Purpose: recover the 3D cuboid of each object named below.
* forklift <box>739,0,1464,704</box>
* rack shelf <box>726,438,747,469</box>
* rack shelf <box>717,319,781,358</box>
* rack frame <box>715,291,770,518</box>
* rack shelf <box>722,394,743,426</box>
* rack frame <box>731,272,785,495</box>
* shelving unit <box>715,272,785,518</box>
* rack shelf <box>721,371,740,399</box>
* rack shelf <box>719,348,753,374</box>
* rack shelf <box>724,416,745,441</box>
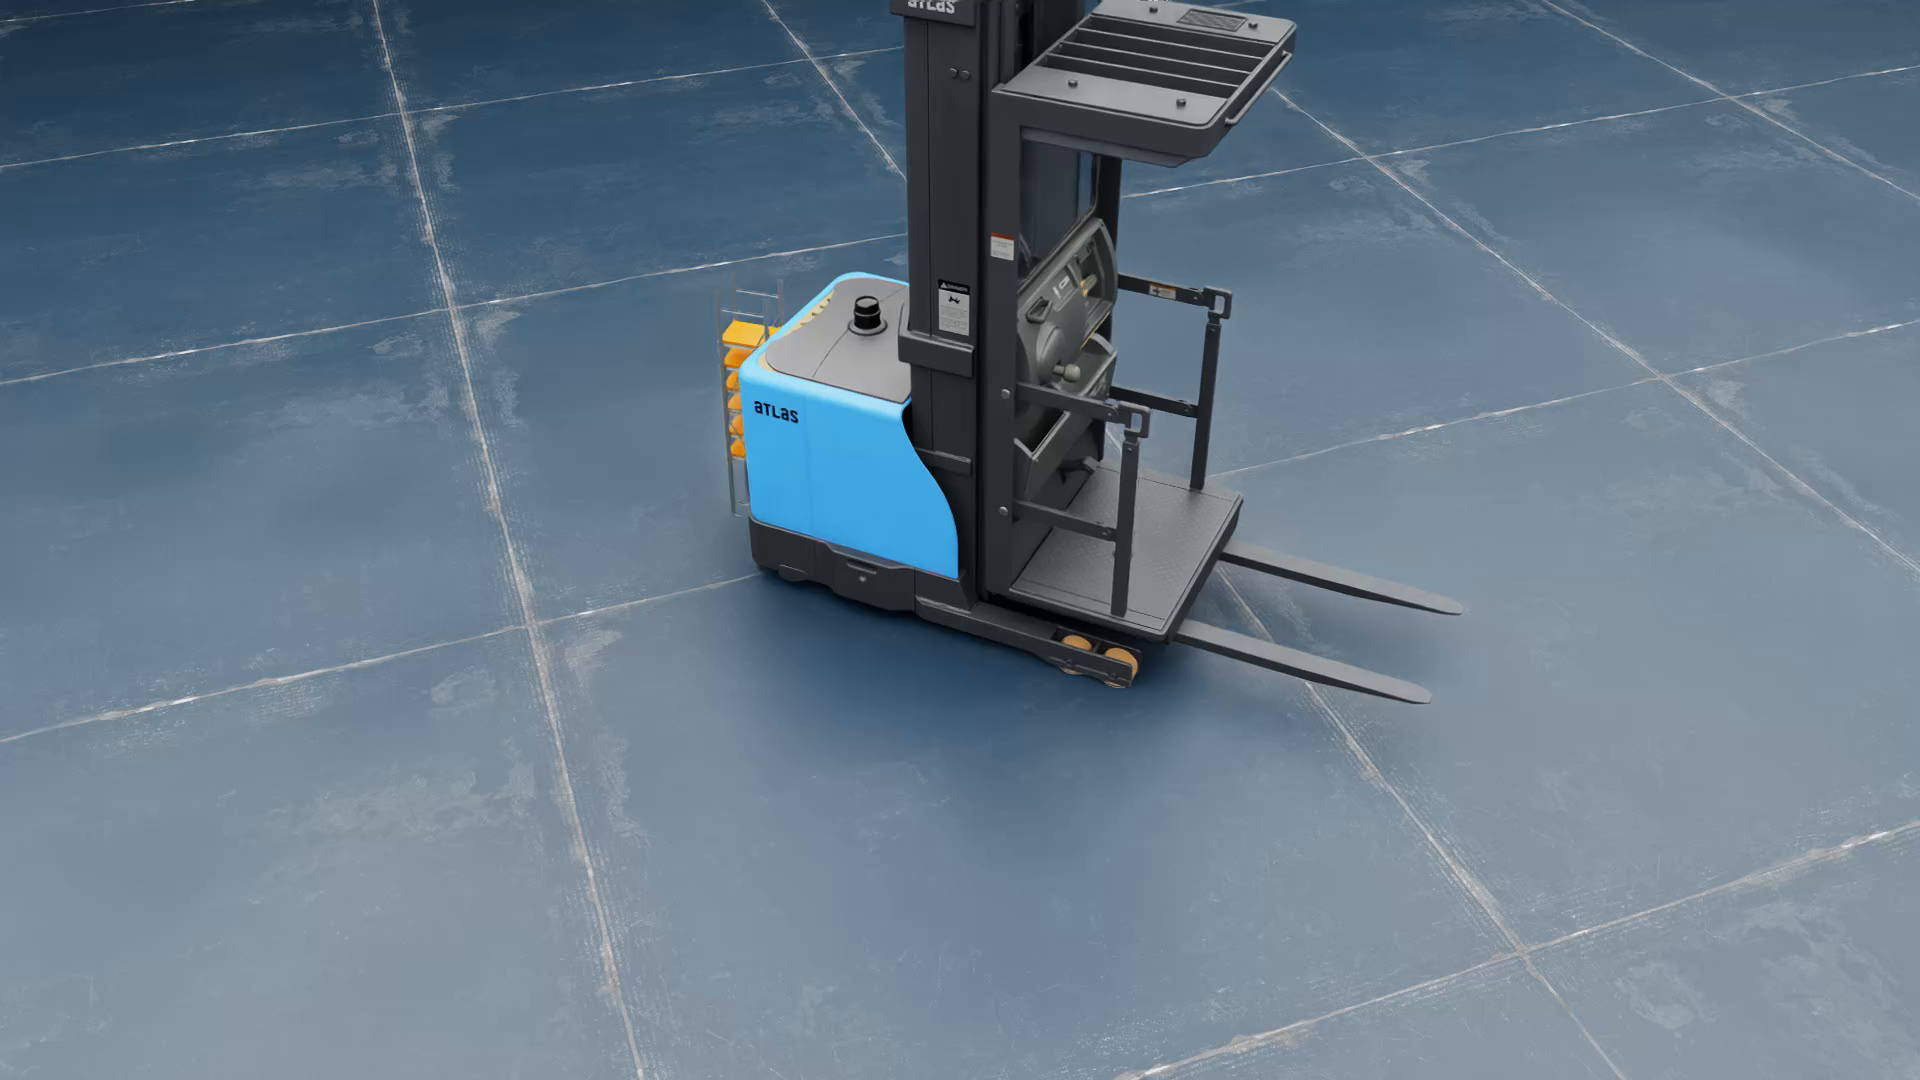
[{"bbox_3d":[0.614,-0.920,6.535,3.031,2.935,1.130,16,40,20],"label":"forklift"},{"bbox_3d":[-0.937,-0.399,7.750,0.258,0.103,0.180,11,38,11],"label":"rack shelf"},{"bbox_3d":[-0.923,-0.876,7.386,0.258,0.103,0.180,11,38,11],"label":"rack shelf"},{"bbox_3d":[-0.955,-0.572,7.507,0.240,1.200,0.006,11,38,11],"label":"rack frame"},{"bbox_3d":[-0.931,-0.590,7.604,0.258,0.103,0.180,11,38,11],"label":"rack shelf"},{"bbox_3d":[-0.905,-0.678,7.648,0.240,1.200,0.006,11,38,11],"label":"rack frame"},{"bbox_3d":[-0.930,-0.625,7.577,0.258,1.200,0.189,11,38,11],"label":"shelving unit"},{"bbox_3d":[-0.928,-0.685,7.532,0.258,0.103,0.180,11,38,11],"label":"rack shelf"},{"bbox_3d":[-0.925,-0.781,7.459,0.258,0.103,0.180,11,38,11],"label":"rack shelf"},{"bbox_3d":[-0.934,-0.495,7.677,0.258,0.103,0.180,11,38,11],"label":"rack shelf"}]
